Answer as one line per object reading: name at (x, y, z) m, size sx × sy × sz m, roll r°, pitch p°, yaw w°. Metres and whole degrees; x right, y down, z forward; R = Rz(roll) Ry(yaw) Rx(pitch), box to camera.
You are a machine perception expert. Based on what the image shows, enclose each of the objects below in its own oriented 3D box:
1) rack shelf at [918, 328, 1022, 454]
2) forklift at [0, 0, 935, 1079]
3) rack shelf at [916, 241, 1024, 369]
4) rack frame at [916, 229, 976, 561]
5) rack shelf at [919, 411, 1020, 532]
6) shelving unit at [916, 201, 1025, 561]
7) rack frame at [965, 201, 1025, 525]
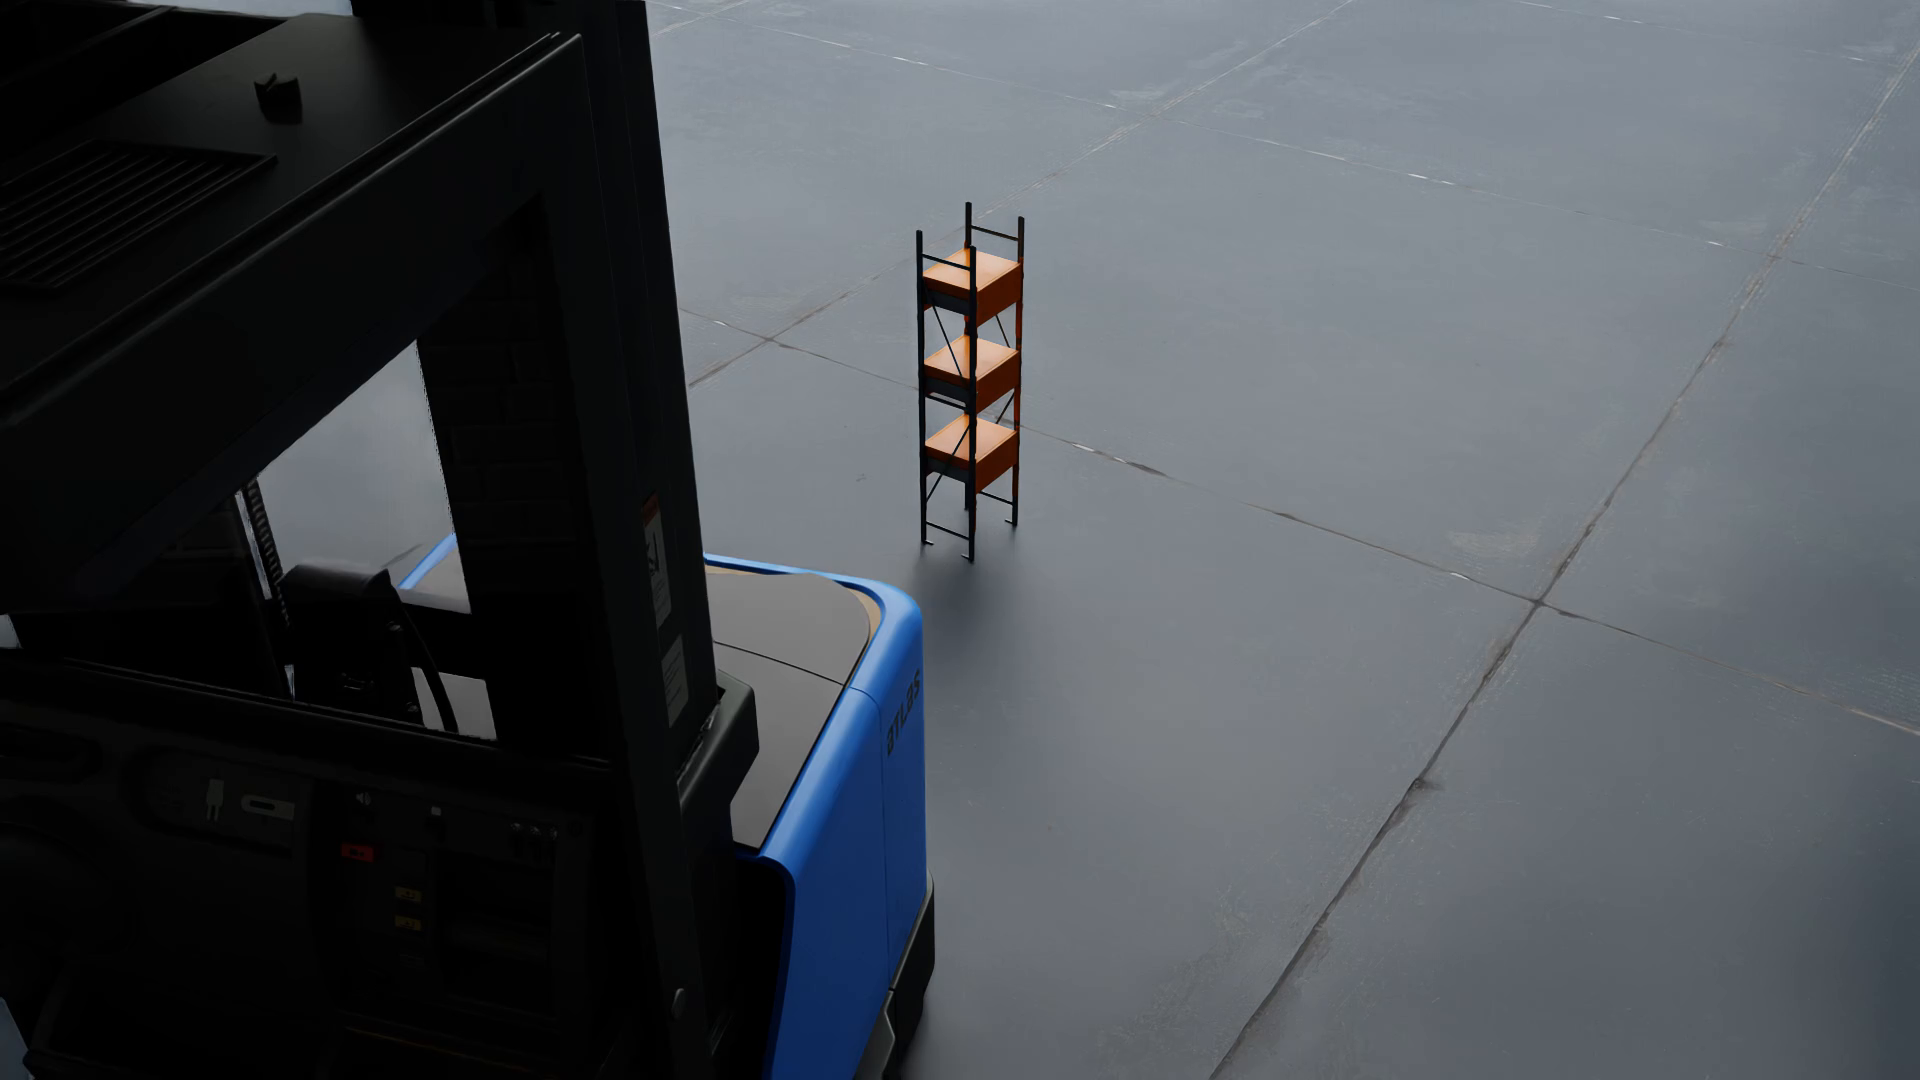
rack shelf at (0.031, -0.451, 4.998) m, size 0.215 × 0.259 × 0.240 m, roll 21°, pitch 39°, yaw 28°
forklift at (-0.936, 0.489, 1.911) m, size 1.130 × 2.935 × 3.031 m, roll 9°, pitch 35°, yaw 13°
rack shelf at (0.031, -0.686, 4.839) m, size 0.215 × 0.259 × 0.240 m, roll 21°, pitch 39°, yaw 28°
rack frame at (-0.039, -0.403, 4.909) m, size 0.200 × 1.050 × 0.008 m, roll 21°, pitch 39°, yaw 28°
rack shelf at (0.031, -0.221, 5.154) m, size 0.215 × 0.259 × 0.240 m, roll 21°, pitch 39°, yaw 28°
shelving unit at (0.031, -0.460, 4.992) m, size 0.215 × 1.050 × 0.252 m, roll 21°, pitch 39°, yaw 28°
rack frame at (0.100, -0.516, 5.075) m, size 0.200 × 1.050 × 0.008 m, roll 21°, pitch 39°, yaw 28°
